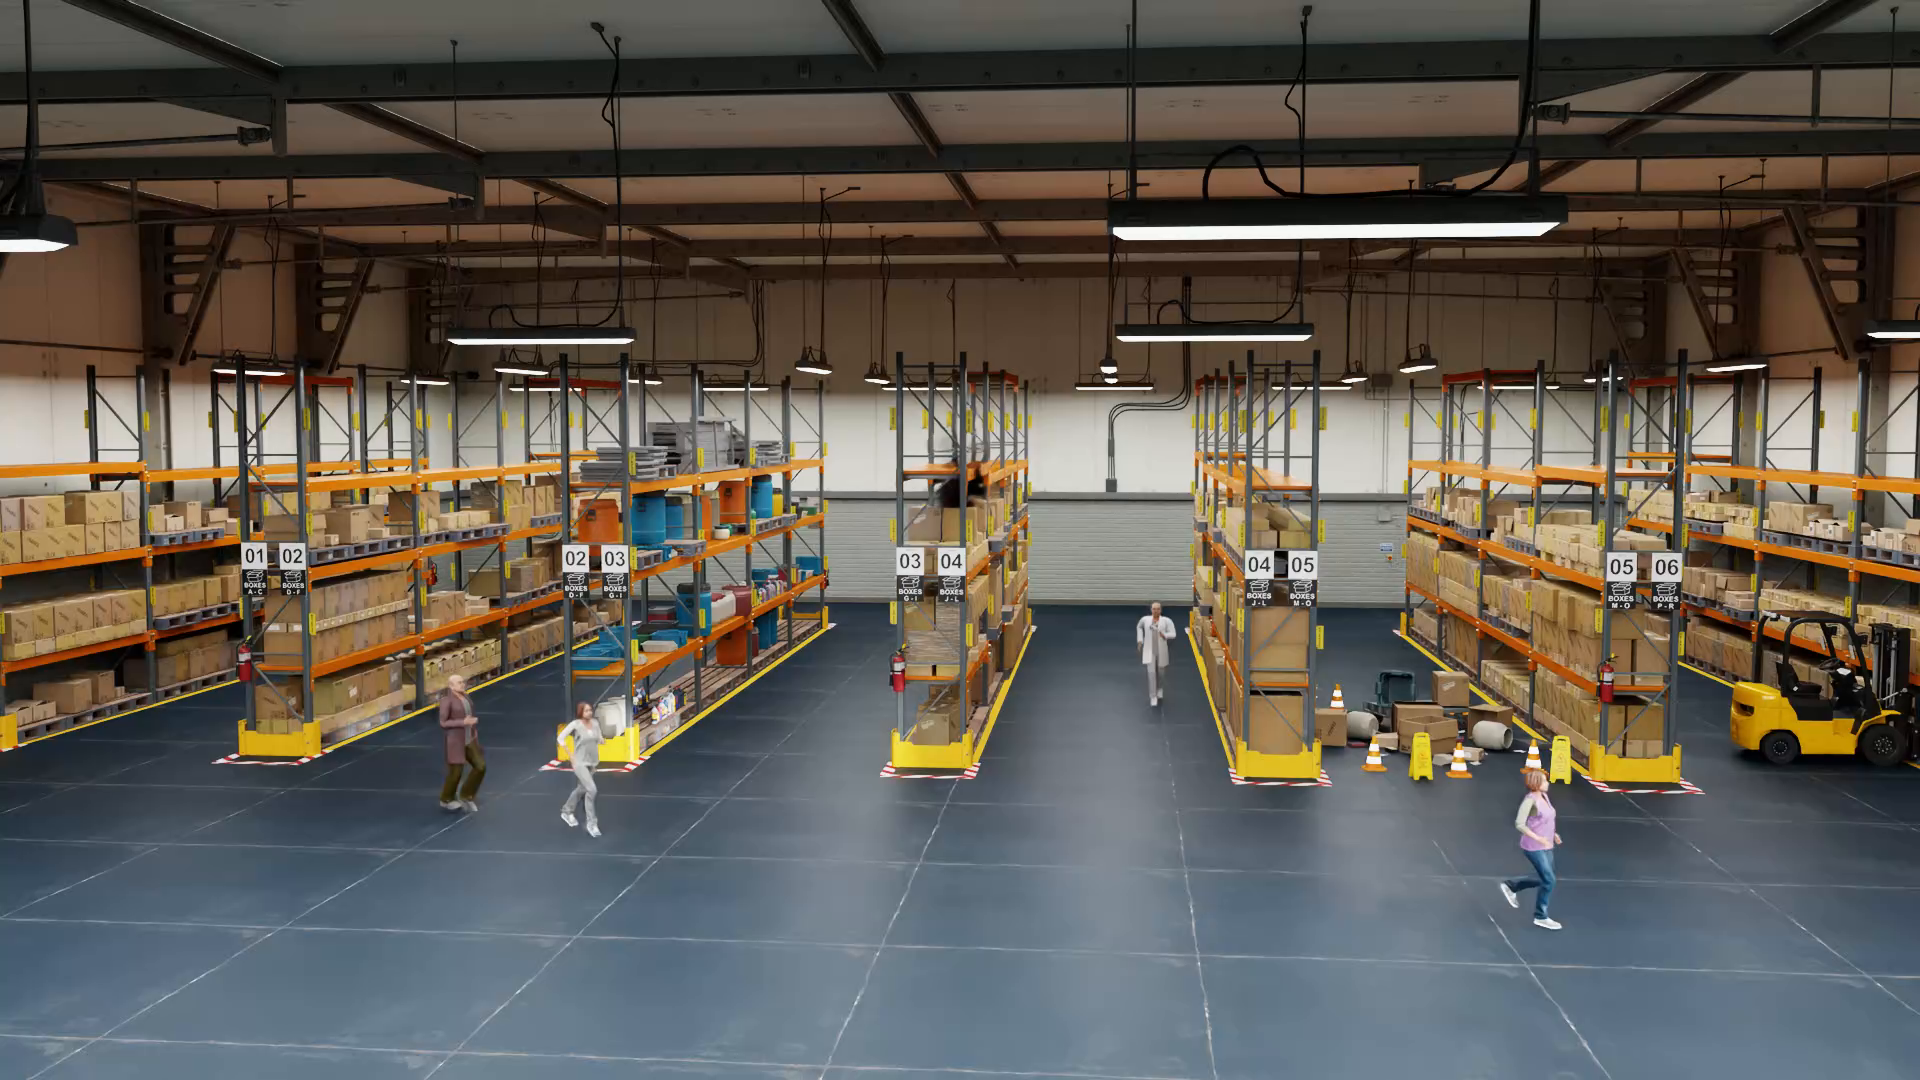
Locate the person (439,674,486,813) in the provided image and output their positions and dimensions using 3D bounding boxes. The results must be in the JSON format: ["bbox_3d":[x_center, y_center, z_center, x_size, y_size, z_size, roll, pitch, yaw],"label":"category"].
[{"bbox_3d":[-6.340,2.639,21.219,0.726,1.772,0.688,2,5,30],"label":"person"}]

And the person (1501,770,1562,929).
[{"bbox_3d":[5.663,3.055,16.513,0.637,1.555,0.555,3,5,40],"label":"person"}]

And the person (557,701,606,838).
[{"bbox_3d":[-4.587,2.781,20.266,0.733,1.619,0.512,3,5,35],"label":"person"}]

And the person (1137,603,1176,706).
[{"bbox_3d":[3.474,1.987,29.440,0.699,1.771,1.052,1,4,8],"label":"person"}]
